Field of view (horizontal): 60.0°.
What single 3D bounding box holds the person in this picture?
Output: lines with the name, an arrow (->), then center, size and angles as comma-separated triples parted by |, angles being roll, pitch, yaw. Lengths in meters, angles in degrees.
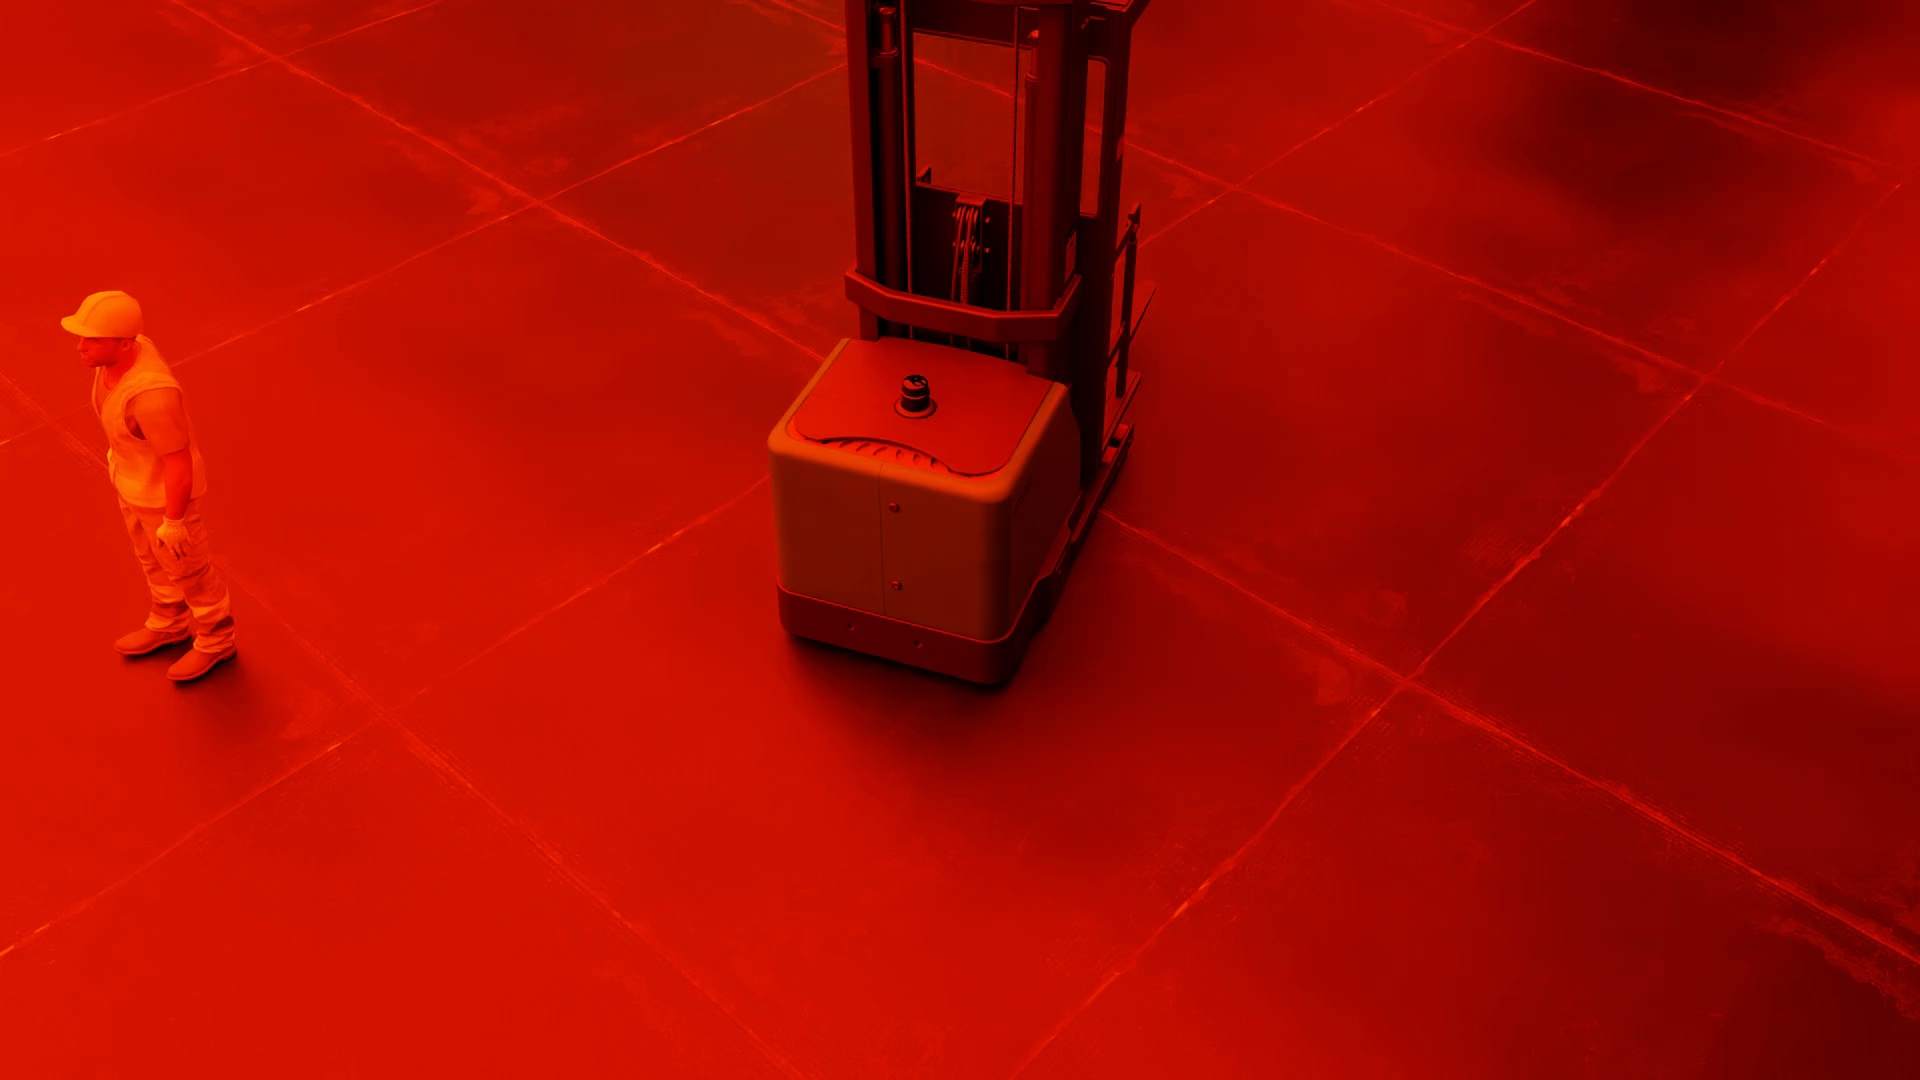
person -> -3.214, -0.172, 6.495 | 0.562, 1.790, 0.637 | -28, 48, -29

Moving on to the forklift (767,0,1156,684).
forklift -> 0.211, -1.484, 7.158 | 1.130, 2.935, 3.031 | 14, 42, 15
